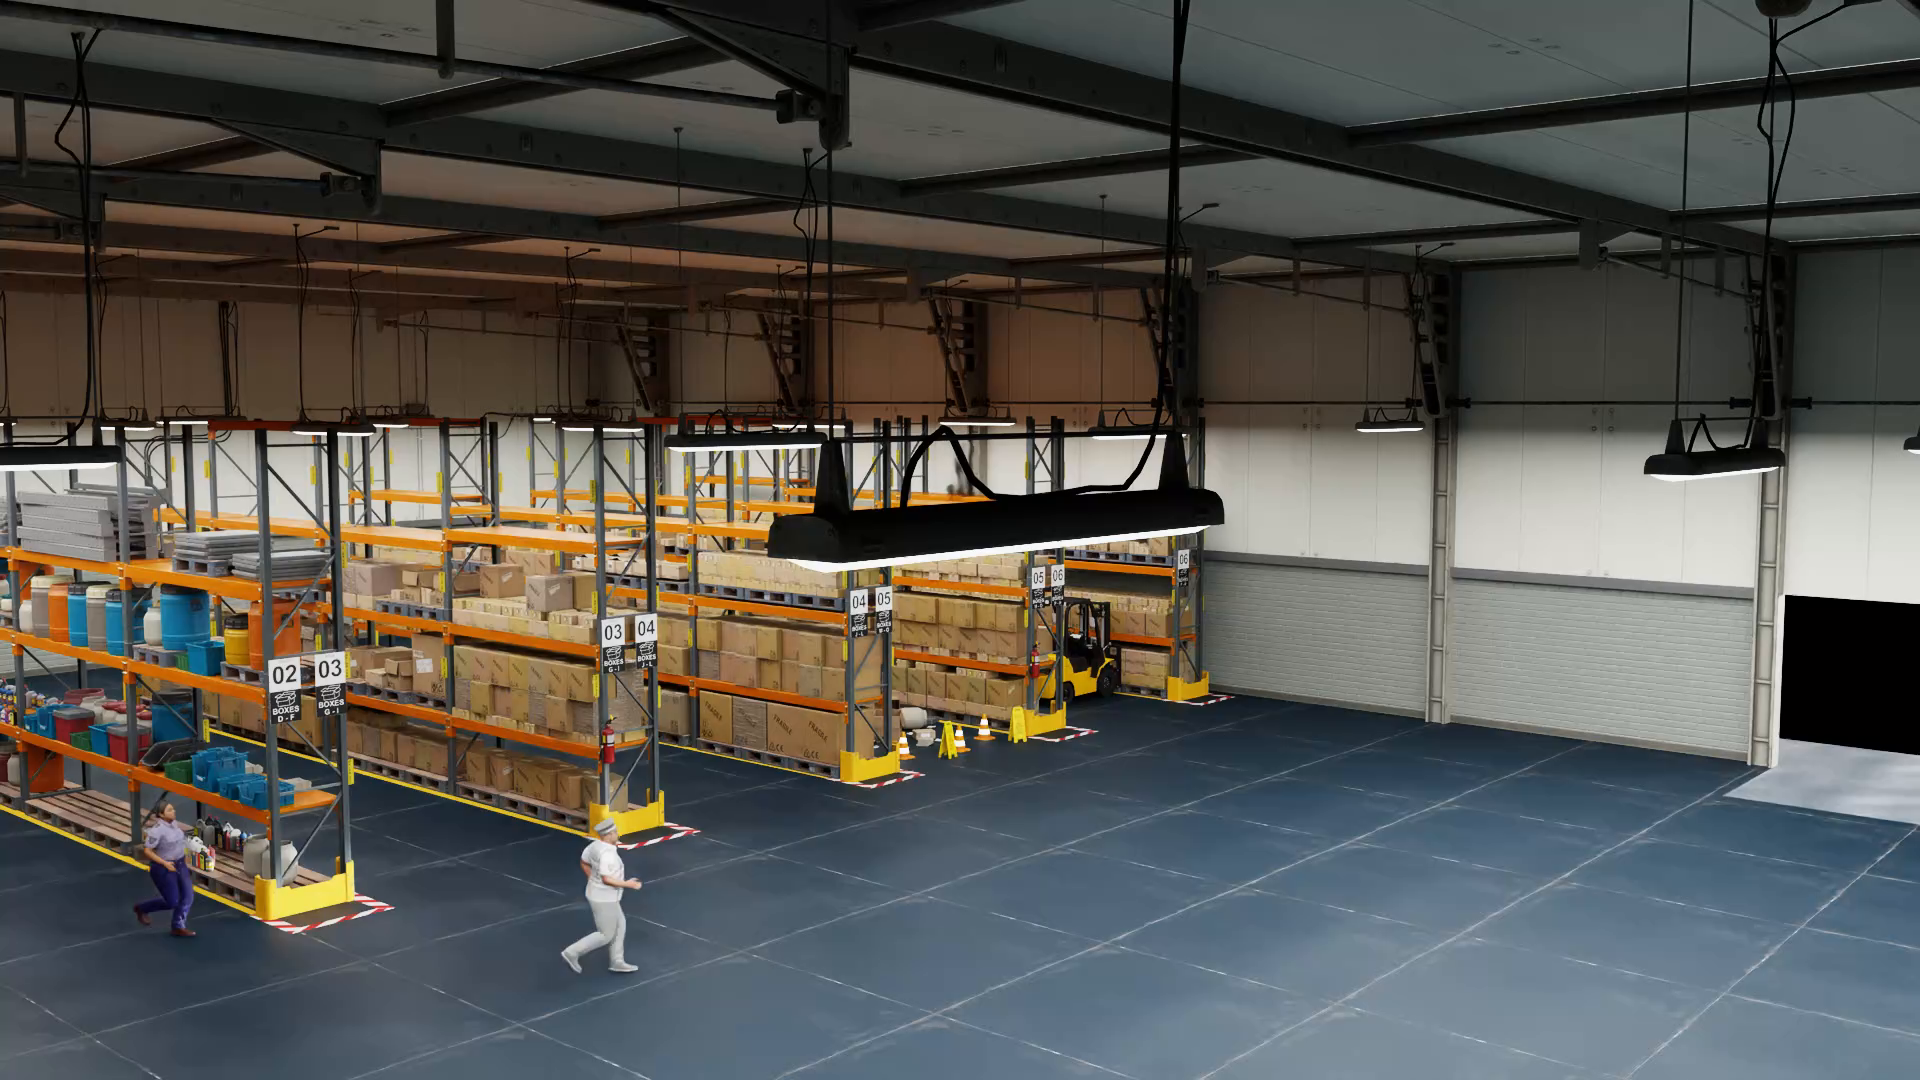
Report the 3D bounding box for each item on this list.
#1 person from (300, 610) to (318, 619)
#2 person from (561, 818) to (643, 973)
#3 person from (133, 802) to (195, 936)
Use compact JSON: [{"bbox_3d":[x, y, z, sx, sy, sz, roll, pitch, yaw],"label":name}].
[{"bbox_3d":[-14.788,2.299,37.794,0.749,1.760,1.034,0,5,3],"label":"person"},{"bbox_3d":[-3.980,3.945,18.294,0.882,1.762,0.652,-2,5,-26],"label":"person"},{"bbox_3d":[-9.429,3.904,19.723,0.678,1.611,0.612,1,5,7],"label":"person"}]
